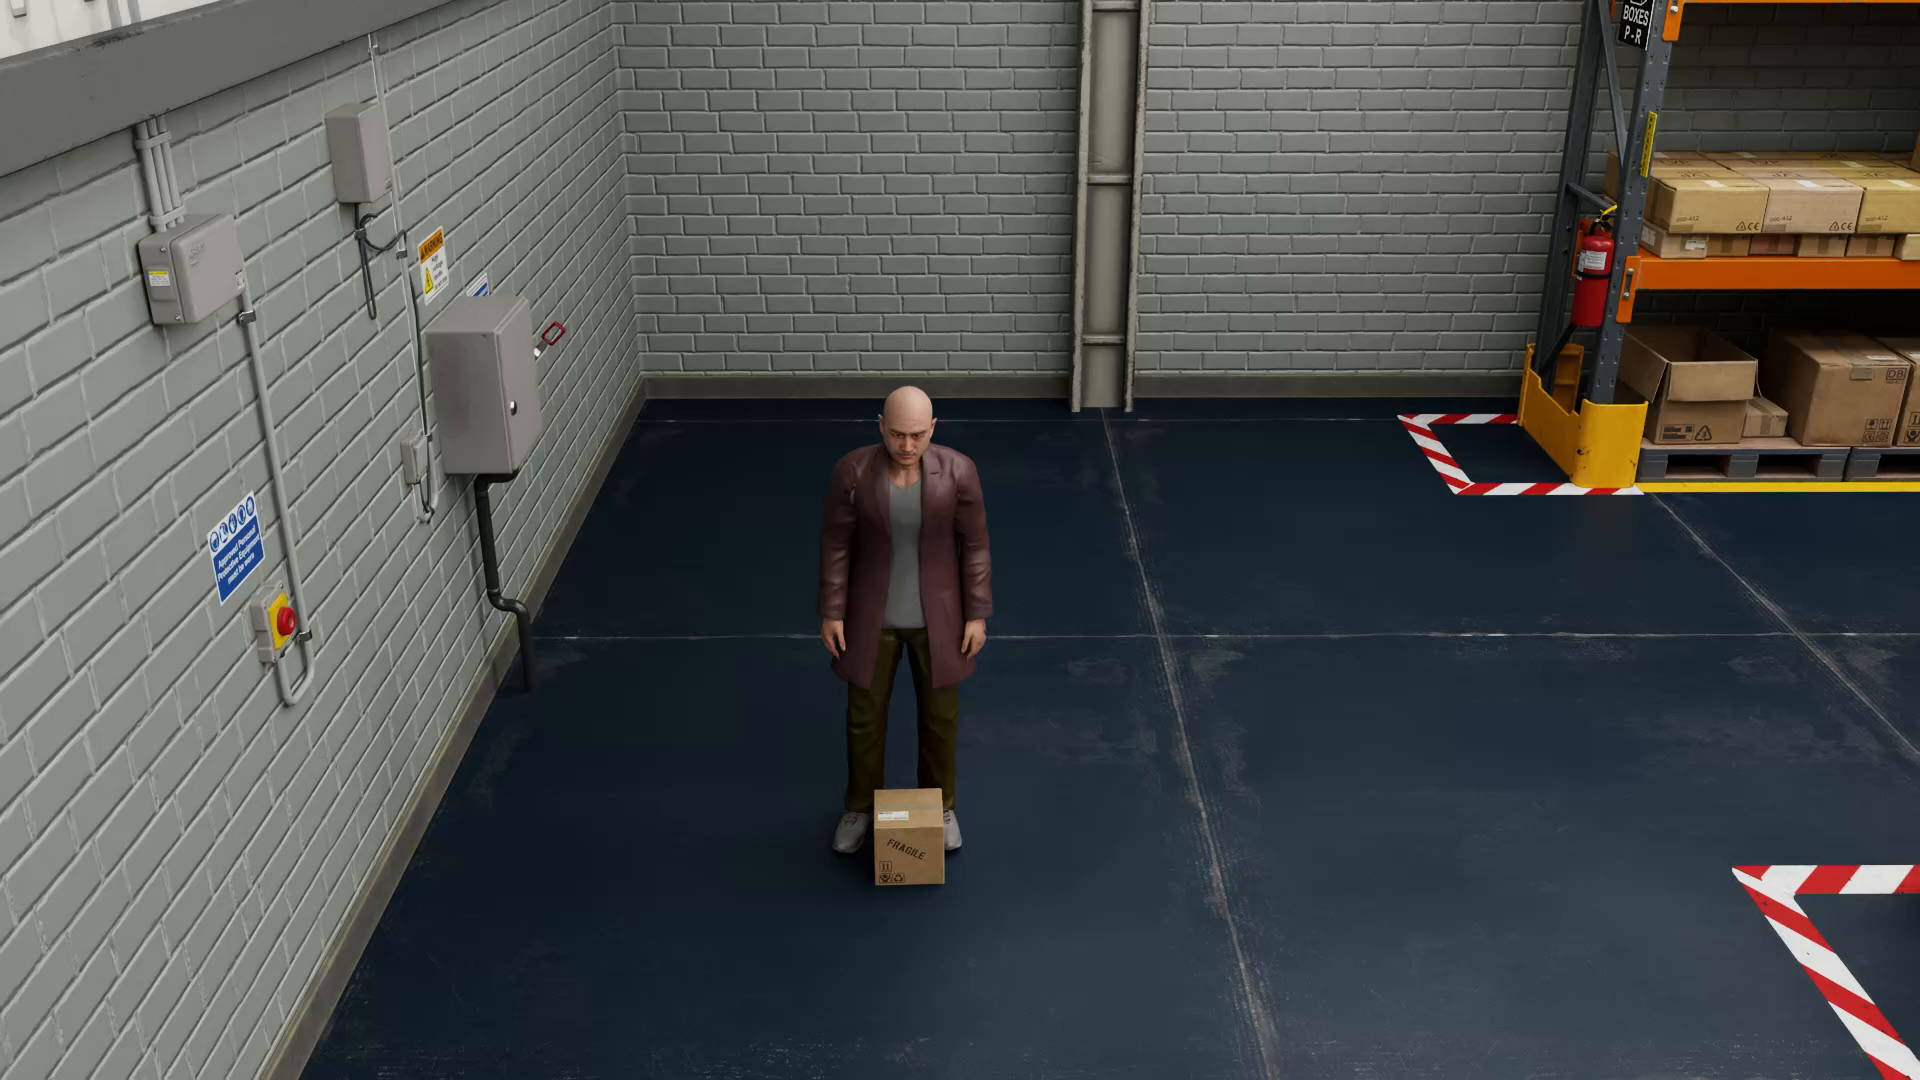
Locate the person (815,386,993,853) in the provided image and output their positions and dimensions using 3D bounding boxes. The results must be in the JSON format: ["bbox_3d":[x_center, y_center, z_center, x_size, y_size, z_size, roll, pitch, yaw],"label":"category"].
[{"bbox_3d":[-0.200,0.282,5.981,0.641,1.773,0.428,0,24,-1],"label":"person"}]
